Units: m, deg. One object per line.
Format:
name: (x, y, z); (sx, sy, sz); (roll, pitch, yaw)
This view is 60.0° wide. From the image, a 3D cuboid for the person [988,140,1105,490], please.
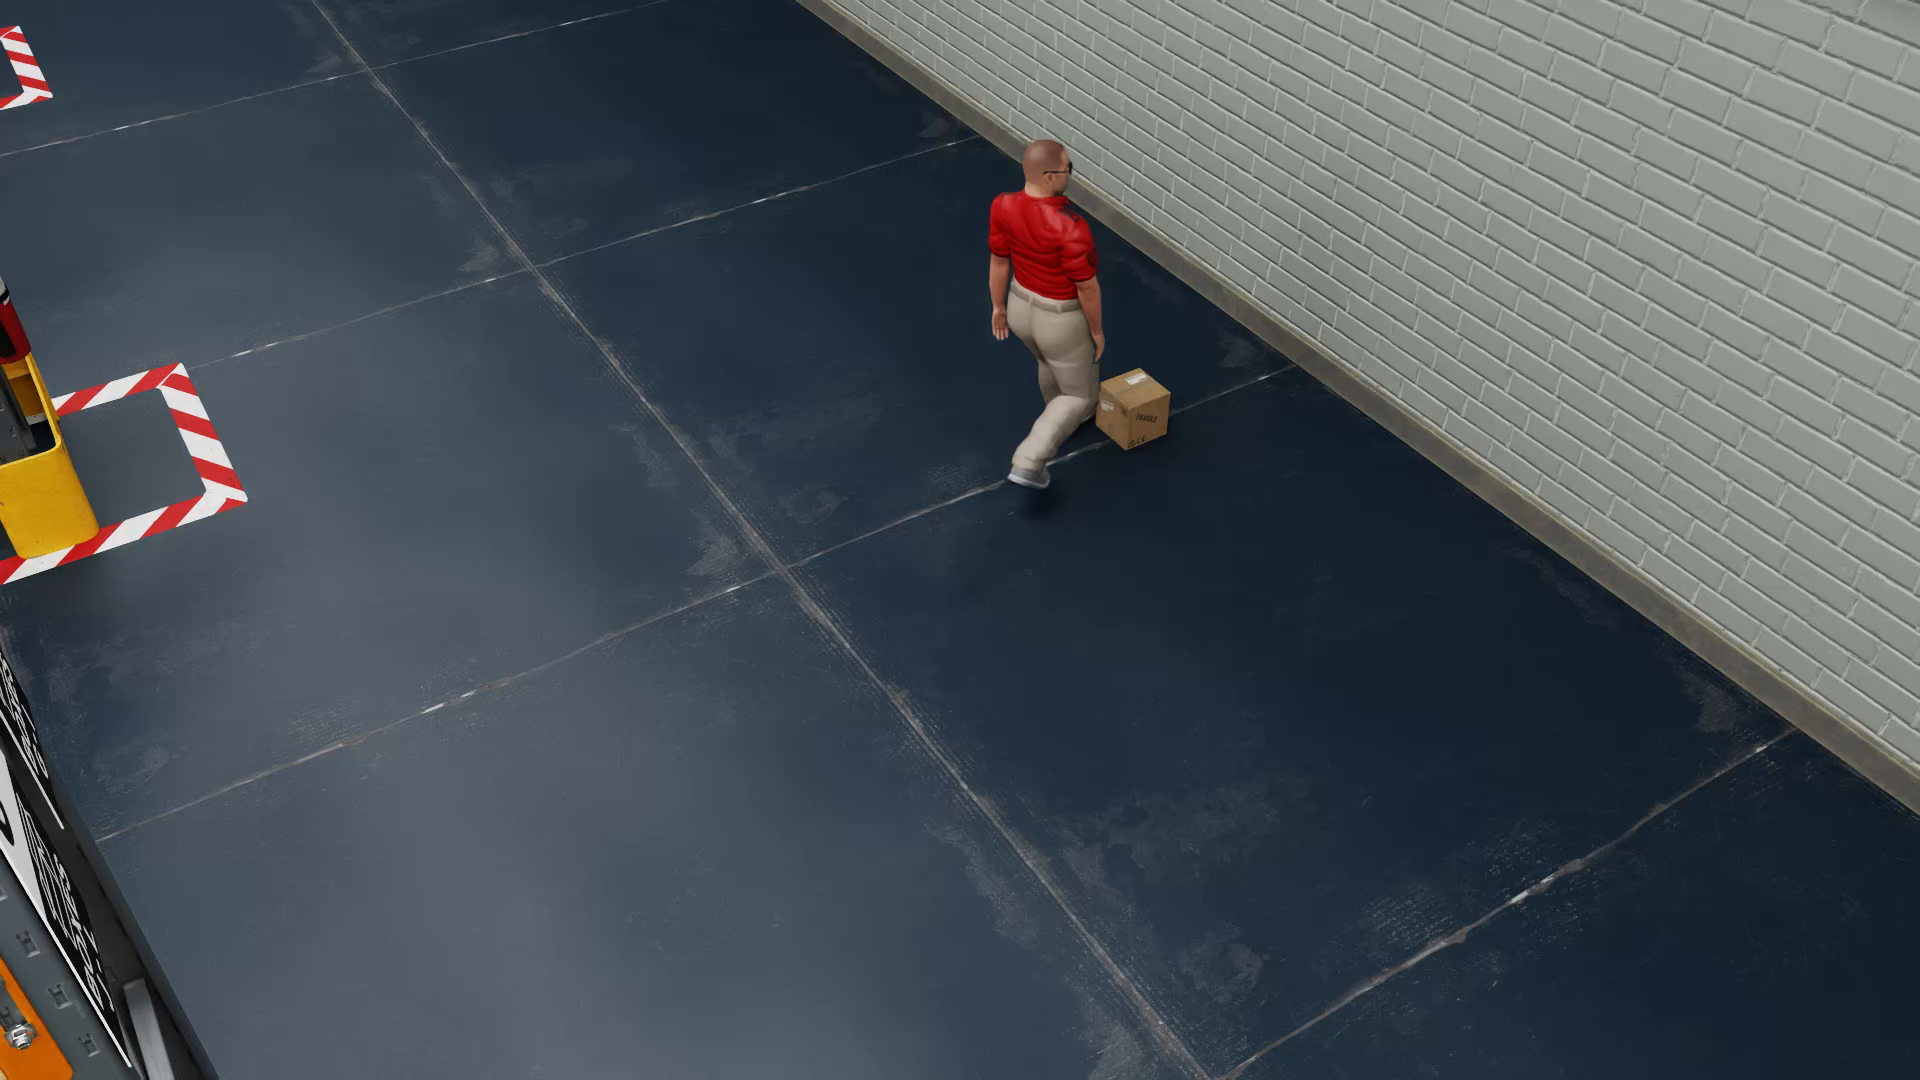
person: (0.437, -1.028, 7.402); (0.555, 1.681, 0.951); (32, 50, 32)
